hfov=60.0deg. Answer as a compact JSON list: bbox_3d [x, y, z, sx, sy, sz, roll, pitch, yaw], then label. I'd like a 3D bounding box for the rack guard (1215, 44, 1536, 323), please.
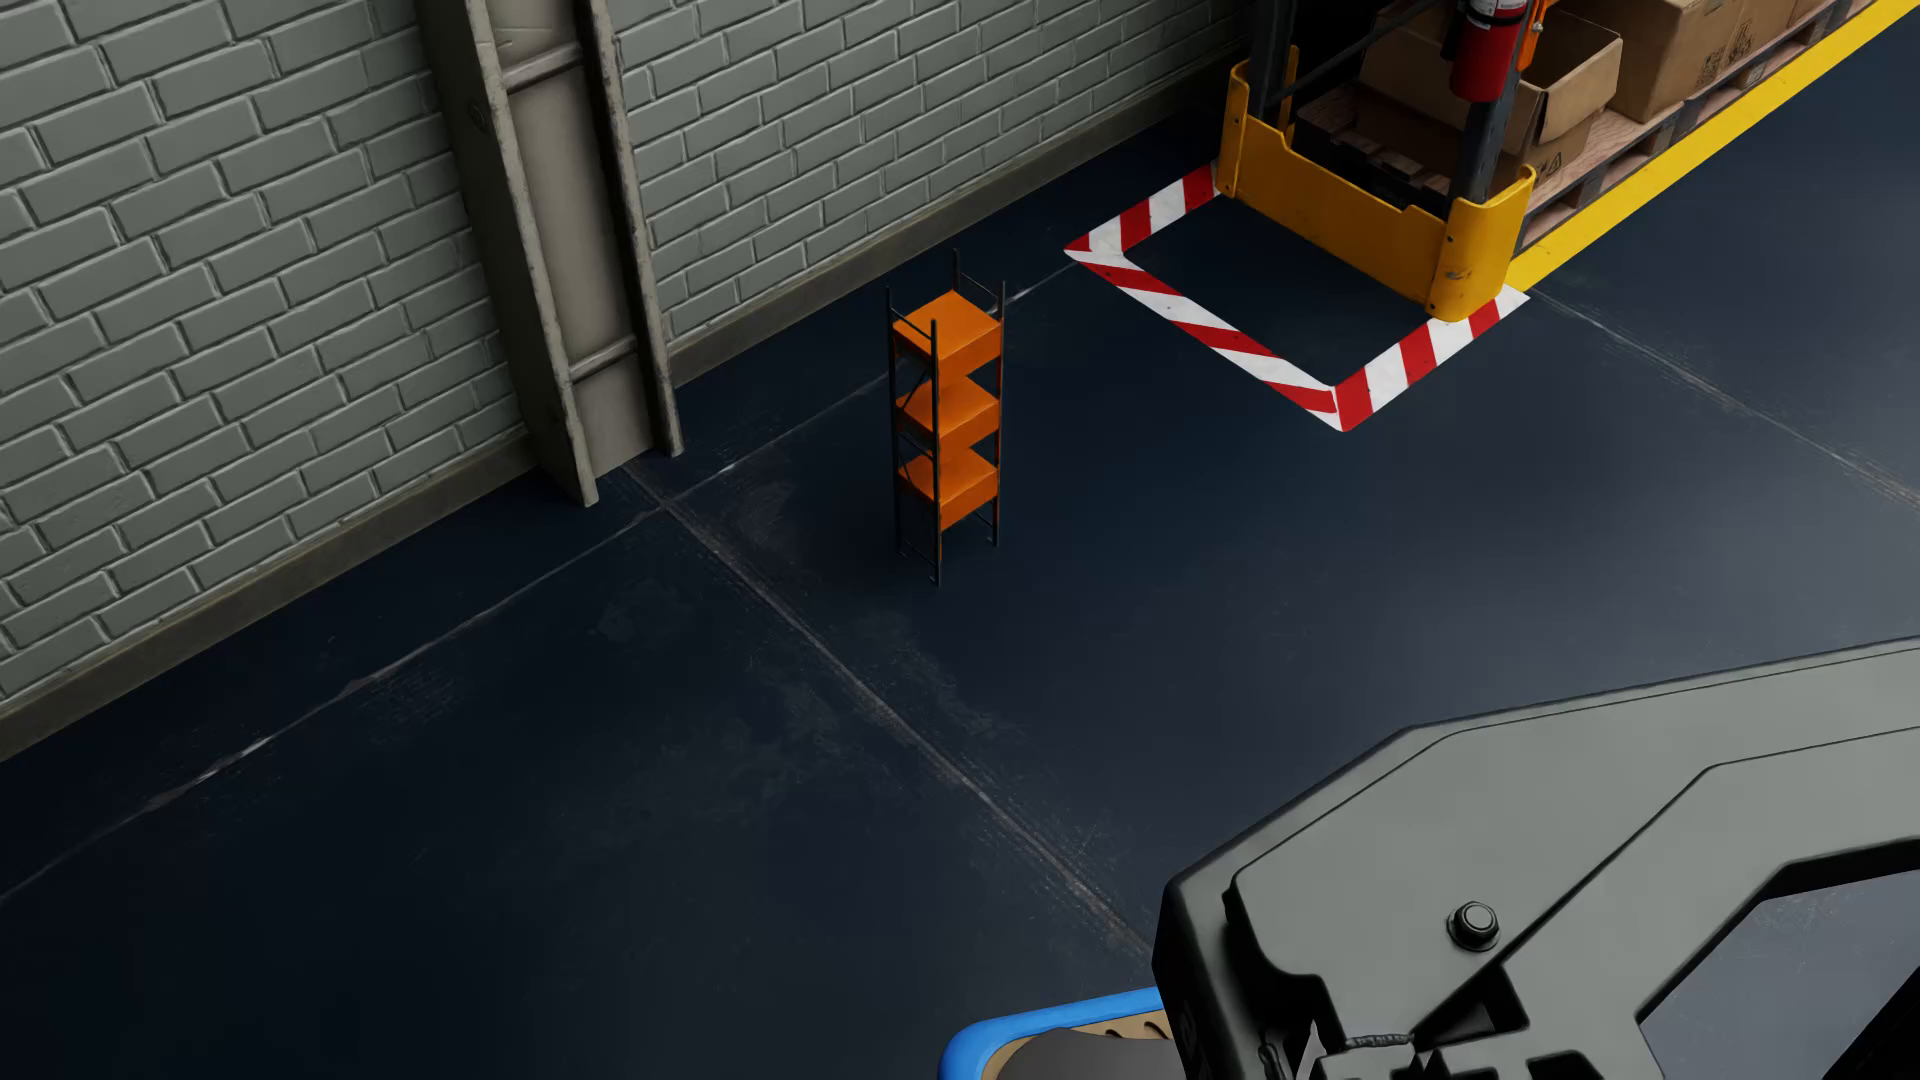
[{"bbox_3d":[1.496,-1.333,6.140,0.348,0.500,1.175,-34,56,-27],"label":"rack guard"}]

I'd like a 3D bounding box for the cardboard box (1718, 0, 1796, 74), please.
[{"bbox_3d":[3.073,-2.297,6.744,0.500,0.500,0.500,-33,55,-27],"label":"cardboard box"}]

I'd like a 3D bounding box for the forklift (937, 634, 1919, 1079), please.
[{"bbox_3d":[0.752,1.602,1.778,1.130,2.935,3.031,-9,48,-8],"label":"forklift"}]

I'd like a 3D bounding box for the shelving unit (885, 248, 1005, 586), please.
[{"bbox_3d":[-0.040,-0.330,4.840,0.252,1.050,0.215,-34,56,-27],"label":"shelving unit"}]

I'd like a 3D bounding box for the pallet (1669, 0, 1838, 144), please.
[{"bbox_3d":[2.987,-2.230,7.164,1.213,0.211,1.003,-34,56,-27],"label":"pallet"}]

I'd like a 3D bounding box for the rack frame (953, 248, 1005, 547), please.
[{"bbox_3d":[0.051,-0.390,4.895,0.008,1.050,0.200,-34,56,-27],"label":"rack frame"}]

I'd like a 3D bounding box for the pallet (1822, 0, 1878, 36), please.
[{"bbox_3d":[3.890,-2.836,7.723,1.213,0.211,1.003,-34,56,-27],"label":"pallet"}]

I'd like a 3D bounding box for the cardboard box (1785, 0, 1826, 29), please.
[{"bbox_3d":[3.383,-2.603,7.026,0.500,0.500,0.700,-36,57,-28],"label":"cardboard box"}]

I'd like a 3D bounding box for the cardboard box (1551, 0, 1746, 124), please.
[{"bbox_3d":[2.615,-2.090,6.553,0.500,0.500,0.700,-32,55,-26],"label":"cardboard box"}]

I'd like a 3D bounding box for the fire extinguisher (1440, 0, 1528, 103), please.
[{"bbox_3d":[1.642,-1.666,5.053,0.183,0.674,0.296,-34,56,-27],"label":"fire extinguisher"}]

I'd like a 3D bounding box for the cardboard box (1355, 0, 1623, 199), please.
[{"bbox_3d":[1.956,-1.690,6.181,0.637,0.503,0.797,-36,57,-28],"label":"cardboard box"}]

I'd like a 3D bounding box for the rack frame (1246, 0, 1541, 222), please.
[{"bbox_3d":[1.440,-2.143,5.186,0.127,3.000,1.000,-34,56,-27],"label":"rack frame"}]

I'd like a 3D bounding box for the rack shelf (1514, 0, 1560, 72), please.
[{"bbox_3d":[2.919,-2.888,6.363,4.000,0.370,1.077,-34,56,-27],"label":"rack shelf"}]

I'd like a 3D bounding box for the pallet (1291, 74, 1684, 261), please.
[{"bbox_3d":[2.085,-1.629,6.610,1.213,0.211,1.003,-34,56,-27],"label":"pallet"}]

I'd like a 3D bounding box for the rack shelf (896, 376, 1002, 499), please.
[{"bbox_3d":[-0.040,-0.322,4.848,0.240,0.259,0.215,-34,56,-27],"label":"rack shelf"}]

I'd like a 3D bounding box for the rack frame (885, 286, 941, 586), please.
[{"bbox_3d":[-0.130,-0.269,4.784,0.008,1.050,0.200,-34,56,-27],"label":"rack frame"}]

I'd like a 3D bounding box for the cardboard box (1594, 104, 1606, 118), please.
[{"bbox_3d":[2.297,-1.758,6.485,0.250,0.149,0.380,-36,57,-28],"label":"cardboard box"}]

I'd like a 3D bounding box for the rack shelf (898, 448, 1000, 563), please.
[{"bbox_3d":[-0.040,-0.134,5.052,0.240,0.259,0.215,-34,56,-27],"label":"rack shelf"}]

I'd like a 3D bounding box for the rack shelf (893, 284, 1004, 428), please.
[{"bbox_3d":[-0.040,-0.515,4.639,0.240,0.259,0.215,-34,56,-27],"label":"rack shelf"}]
